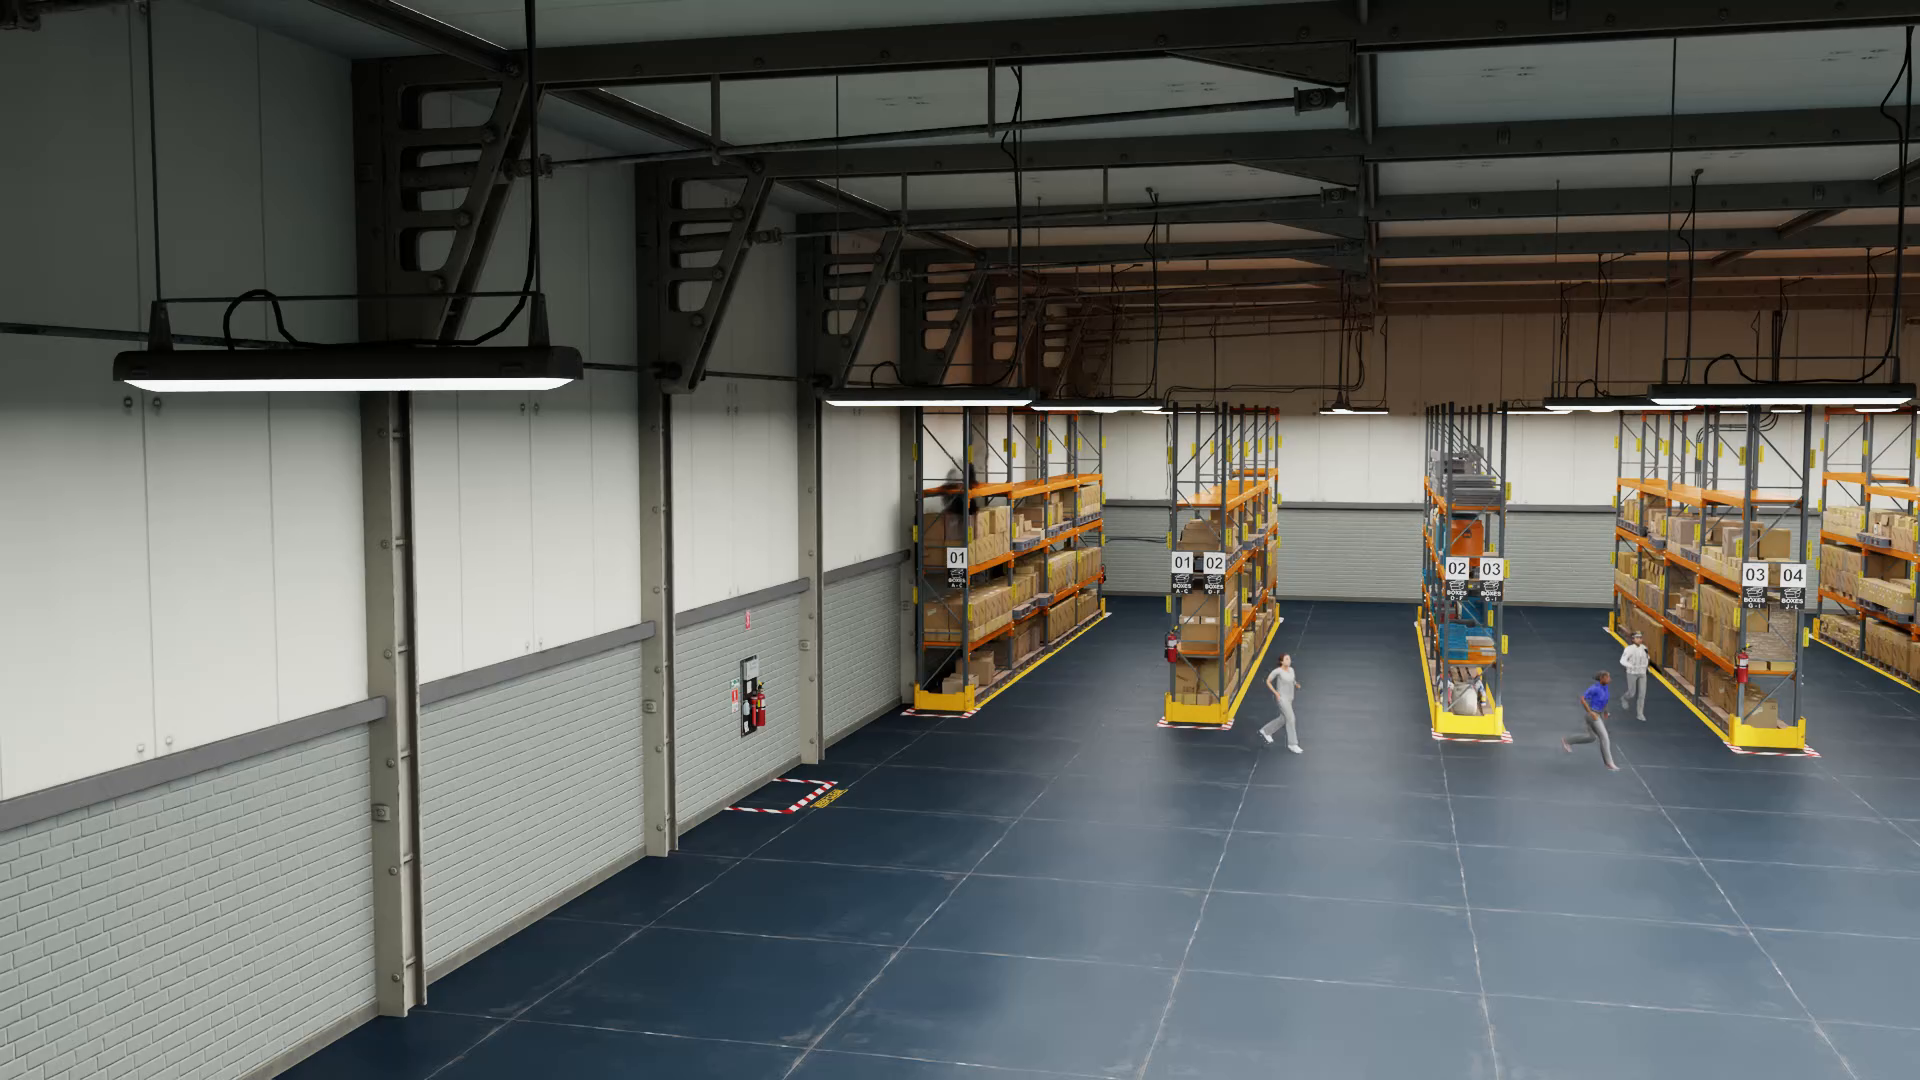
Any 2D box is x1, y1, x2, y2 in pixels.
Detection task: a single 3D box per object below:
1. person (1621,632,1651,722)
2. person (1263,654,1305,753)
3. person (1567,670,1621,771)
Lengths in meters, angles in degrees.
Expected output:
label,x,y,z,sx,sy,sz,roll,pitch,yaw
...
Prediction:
label,x,y,z,sx,sy,sz,roll,pitch,yaw
person,12.843,2.562,31.513,0.618,1.661,0.822,0,4,-1
person,5.608,2.780,28.653,0.561,1.674,0.857,-4,6,-42
person,10.392,2.934,27.187,0.847,1.650,0.578,4,6,42
